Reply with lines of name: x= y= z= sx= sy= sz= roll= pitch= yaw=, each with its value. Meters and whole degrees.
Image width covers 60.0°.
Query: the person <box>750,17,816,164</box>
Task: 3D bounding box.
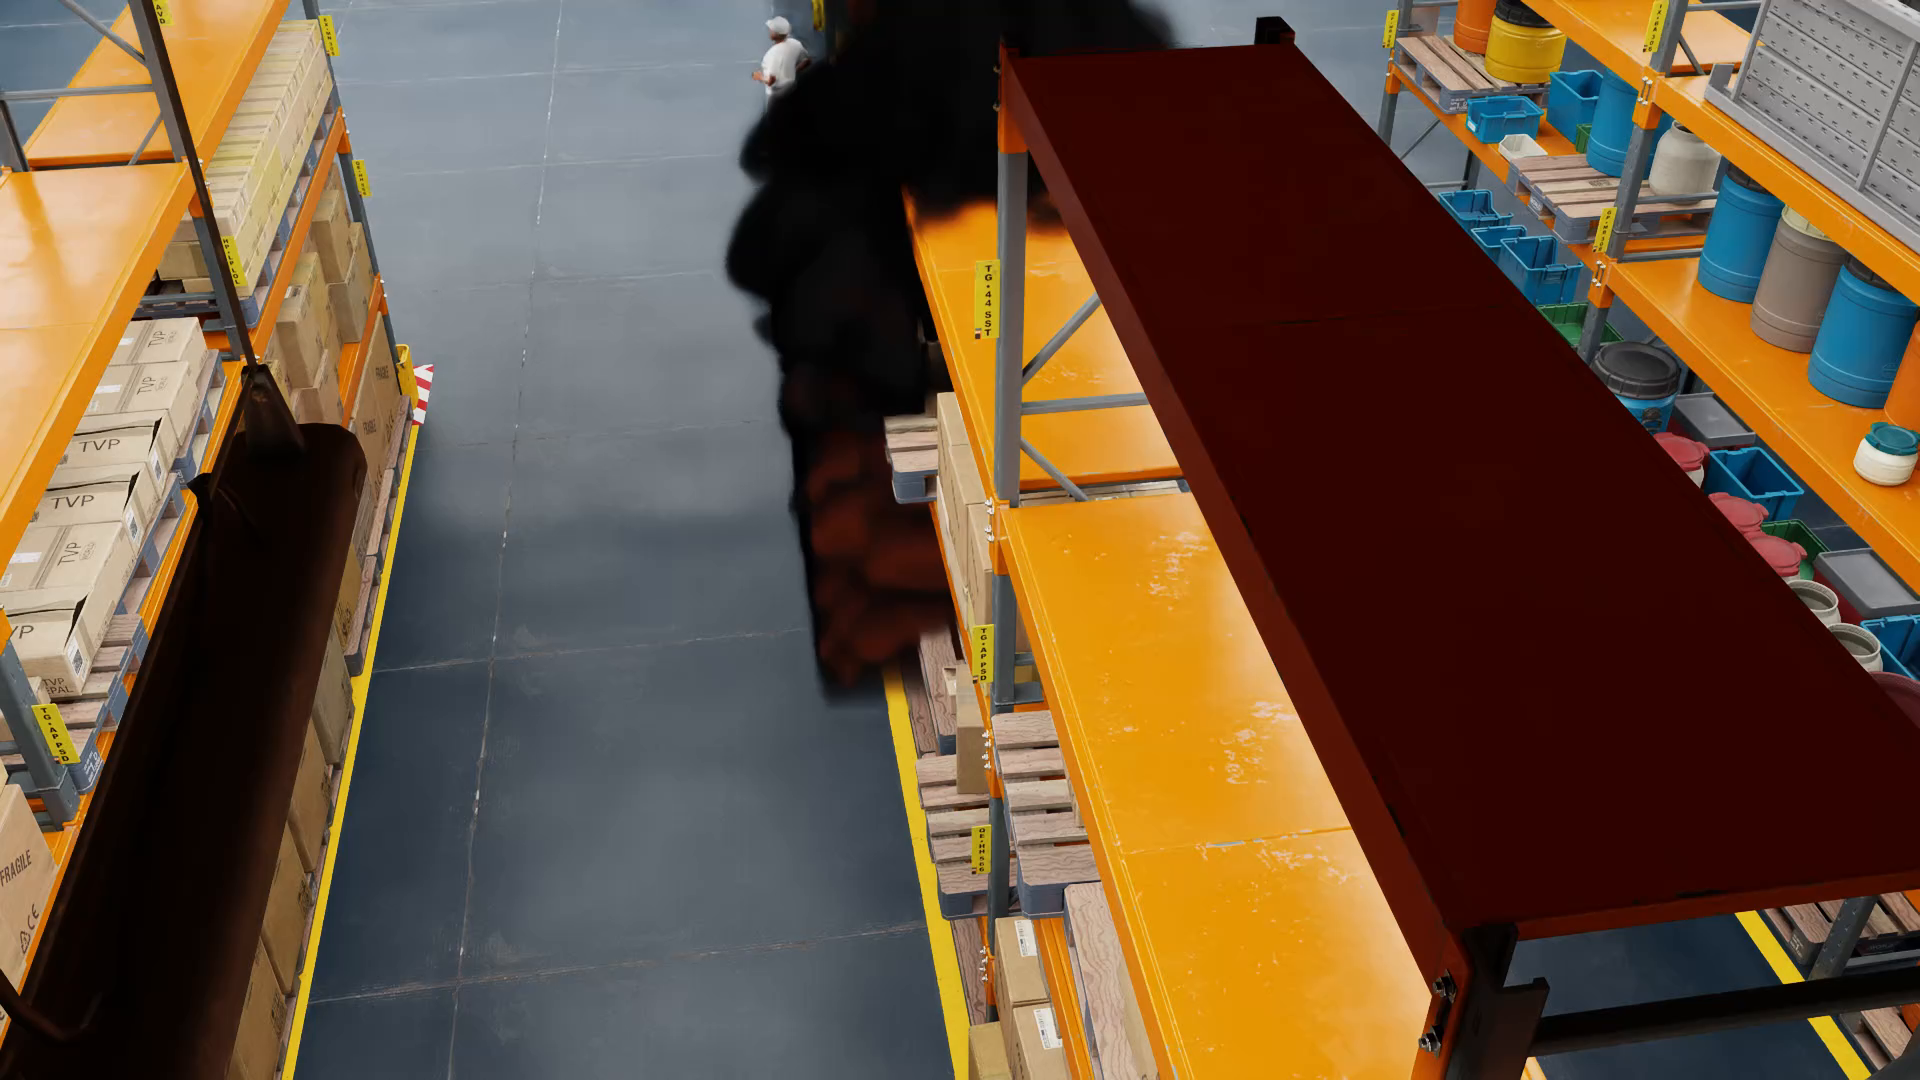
person: x=-2.009 y=-5.093 z=18.922 sx=0.856 sy=1.740 sz=0.714 roll=14 pitch=39 yaw=19

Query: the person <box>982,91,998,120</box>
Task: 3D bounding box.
person: x=0.105 y=-5.782 z=19.782 sx=0.964 sy=1.775 sz=0.689 roll=8 pitch=37 yaw=10
